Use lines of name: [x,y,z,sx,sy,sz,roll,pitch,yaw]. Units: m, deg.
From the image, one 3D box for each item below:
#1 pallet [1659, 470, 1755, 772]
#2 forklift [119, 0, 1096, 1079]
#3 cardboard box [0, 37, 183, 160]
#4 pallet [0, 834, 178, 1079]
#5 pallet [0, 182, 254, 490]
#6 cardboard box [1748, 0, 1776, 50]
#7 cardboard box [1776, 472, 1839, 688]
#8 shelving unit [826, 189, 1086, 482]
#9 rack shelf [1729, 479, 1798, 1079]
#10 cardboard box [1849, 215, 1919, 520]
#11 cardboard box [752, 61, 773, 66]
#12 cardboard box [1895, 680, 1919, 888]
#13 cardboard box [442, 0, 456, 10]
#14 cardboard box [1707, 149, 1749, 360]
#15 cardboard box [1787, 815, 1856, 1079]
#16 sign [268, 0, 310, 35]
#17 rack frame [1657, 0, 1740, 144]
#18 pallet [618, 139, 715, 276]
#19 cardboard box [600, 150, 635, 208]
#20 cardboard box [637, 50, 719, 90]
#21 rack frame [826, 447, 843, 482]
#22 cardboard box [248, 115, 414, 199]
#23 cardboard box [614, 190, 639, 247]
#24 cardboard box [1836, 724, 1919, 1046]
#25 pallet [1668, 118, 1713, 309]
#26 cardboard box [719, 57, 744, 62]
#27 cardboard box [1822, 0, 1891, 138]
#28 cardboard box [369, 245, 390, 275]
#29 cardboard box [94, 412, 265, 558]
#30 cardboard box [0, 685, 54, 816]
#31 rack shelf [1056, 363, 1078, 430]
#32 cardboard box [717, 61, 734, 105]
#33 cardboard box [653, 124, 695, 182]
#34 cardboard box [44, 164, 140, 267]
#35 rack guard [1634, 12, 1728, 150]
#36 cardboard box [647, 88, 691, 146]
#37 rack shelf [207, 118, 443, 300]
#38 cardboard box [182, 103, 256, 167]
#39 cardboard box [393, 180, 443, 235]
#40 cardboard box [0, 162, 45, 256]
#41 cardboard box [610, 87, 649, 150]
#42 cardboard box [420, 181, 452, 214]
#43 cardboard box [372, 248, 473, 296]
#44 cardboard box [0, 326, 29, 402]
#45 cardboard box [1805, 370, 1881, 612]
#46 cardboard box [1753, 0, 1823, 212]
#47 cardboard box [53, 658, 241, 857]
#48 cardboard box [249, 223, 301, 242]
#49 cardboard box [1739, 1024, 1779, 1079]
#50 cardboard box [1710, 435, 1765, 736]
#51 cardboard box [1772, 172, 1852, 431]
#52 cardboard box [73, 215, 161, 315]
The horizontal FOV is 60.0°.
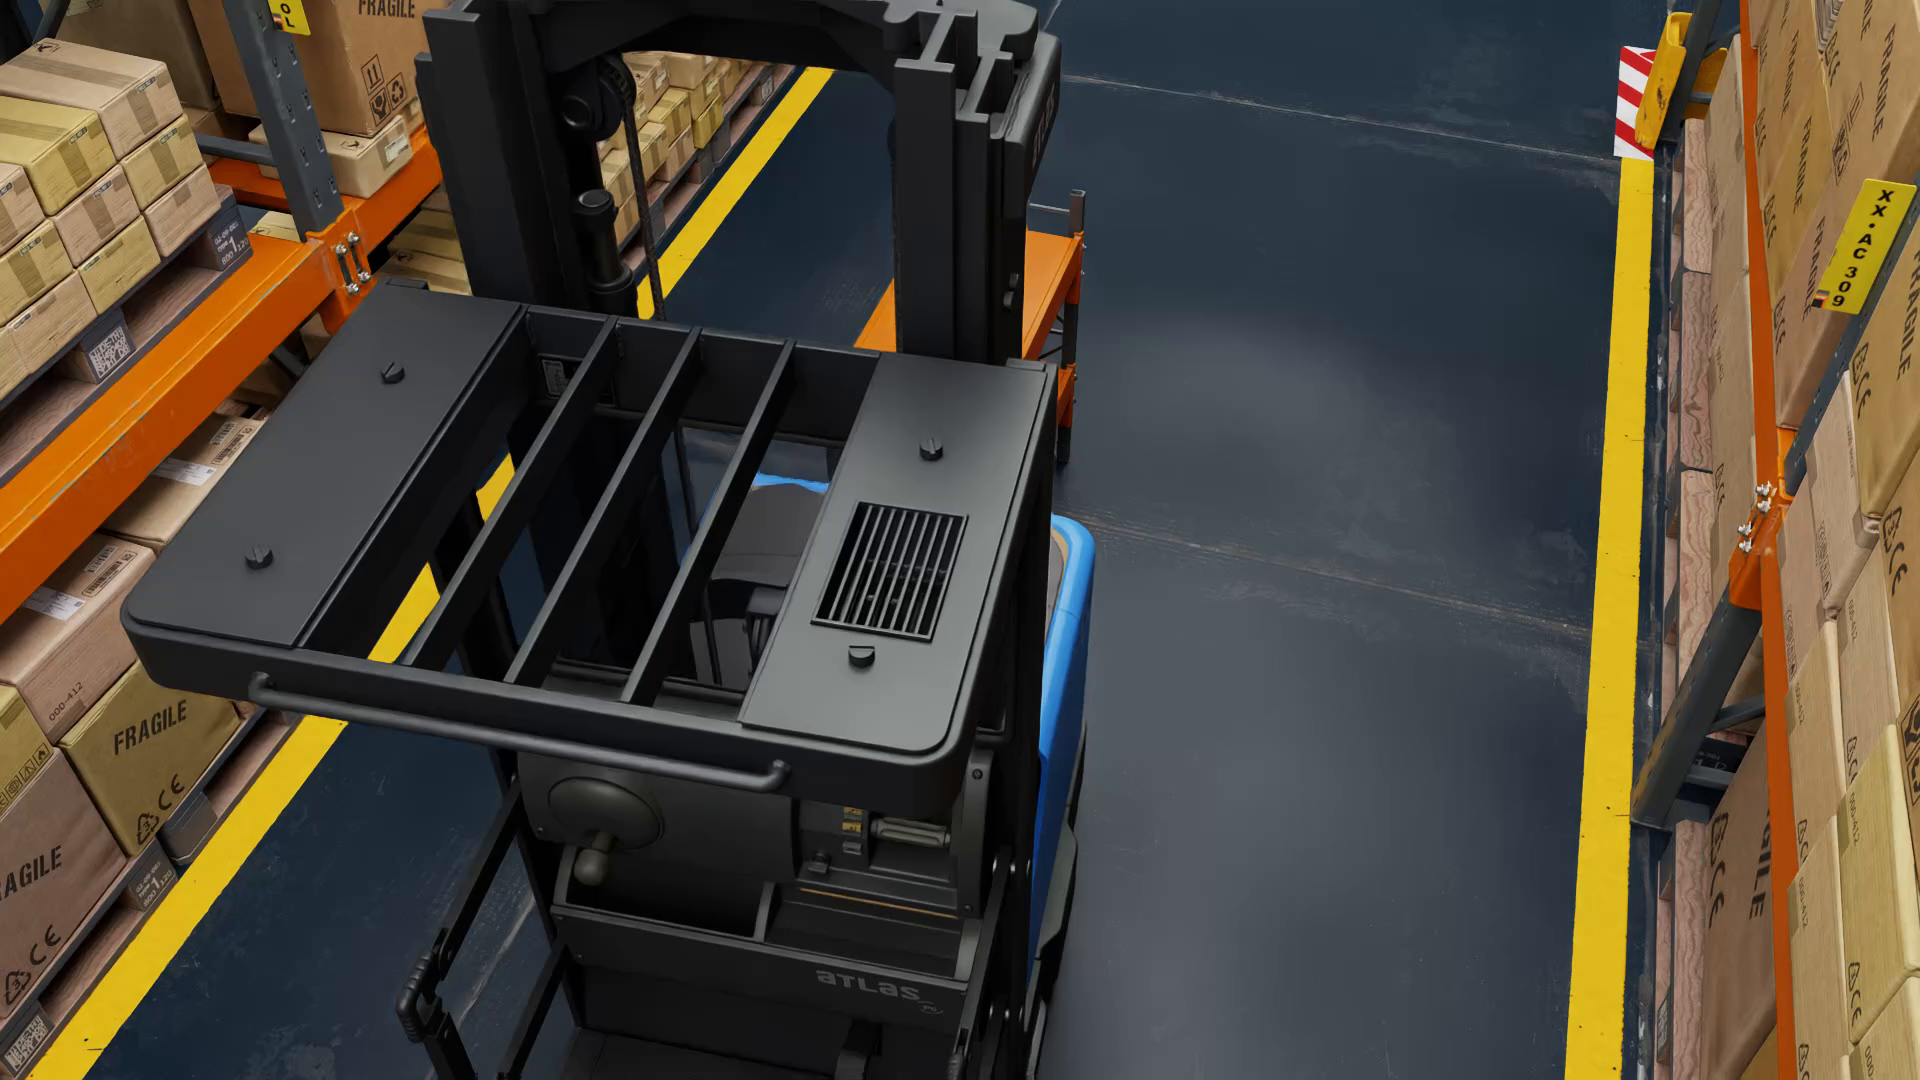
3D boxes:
pallet: [2.770,0.334,5.257,1.003,0.211,1.213,13,46,13]
forklift: [-0.446,0.605,3.037,1.130,2.935,3.031,8,45,9]
cardboard box: [-2.218,-1.117,4.201,0.380,0.149,0.250,15,46,14]
pallet: [-2.885,1.179,4.395,1.003,0.211,1.213,13,46,13]
pallet: [-2.653,-0.606,4.362,1.003,0.211,1.213,13,46,13]
cardboard box: [2.960,-1.936,5.513,0.500,0.500,0.500,12,46,12]
cardboard box: [2.081,0.119,3.591,0.500,0.250,0.500,12,46,12]
shelving unit: [0.002,-0.407,5.361,0.538,1.125,1.048,13,46,13]
rack shelf: [1.860,1.418,2.670,1.077,0.370,4.000,13,46,13]
cardboard box: [2.058,-0.333,3.159,0.500,0.500,0.500,13,46,13]
cardboard box: [-1.013,-2.363,7.758,0.380,0.149,0.250,14,46,14]
cardboard box: [1.776,0.346,2.465,0.500,0.500,0.500,11,46,12]
cardboard box: [-1.750,-1.903,5.266,0.500,0.500,0.500,13,46,12]
cardboard box: [3.303,-1.000,6.159,0.875,0.438,0.875,14,46,14]
cardboard box: [1.755,0.802,2.892,0.500,0.250,0.500,12,46,12]
sign: [-1.753,-1.452,4.261,0.100,0.325,0.005,13,46,13]
rack frame: [3.677,-2.838,6.506,1.000,3.000,0.127,13,46,13]
pallet: [-1.745,-1.427,7.058,1.003,0.211,1.213,13,46,13]
cardboard box: [-1.510,-1.435,6.597,0.380,0.149,0.250,12,46,12]
cardboard box: [-1.245,-2.052,7.015,0.380,0.149,0.250,14,46,14]
rack frame: [-0.152,-0.068,5.015,0.500,1.125,0.032,13,46,13]
cardboard box: [-1.885,-1.183,4.994,0.380,0.149,0.250,14,46,14]
cardboard box: [-1.512,-1.332,6.705,0.380,0.149,0.250,11,46,11]
cardboard box: [1.754,0.621,2.721,0.500,0.250,0.500,13,46,13]
pallet: [3.509,-1.292,6.919,1.003,0.211,1.213,13,46,13]
cardboard box: [-1.115,-2.298,7.479,0.380,0.149,0.250,11,45,11]
cardboard box: [2.507,-1.275,4.121,0.500,0.500,0.500,12,46,12]
cardboard box: [-2.356,-1.033,6.187,0.380,0.149,0.250,11,45,11]
cardboard box: [-2.267,-0.128,4.687,0.500,0.250,0.500,11,46,11]
cardboard box: [-2.582,0.567,3.976,0.500,0.250,0.500,11,45,11]
rack shelf: [0.002,-0.232,5.532,0.538,0.278,1.000,13,46,13]
cardboard box: [-1.238,-2.037,7.425,0.380,0.149,0.250,13,46,13]
cardboard box: [-1.357,-1.676,7.056,0.380,0.149,0.250,13,46,13]
cardboard box: [-2.294,-0.837,4.127,0.380,0.149,0.250,13,46,13]
rack guard: [3.684,-1.961,7.396,1.175,0.500,0.348,13,46,13]
cardboard box: [-1.355,-1.783,6.953,0.380,0.149,0.250,15,46,15]
rack shelf: [-1.677,-2.229,6.398,1.077,0.370,4.000,13,46,13]
cardboard box: [-2.419,-1.303,5.117,0.380,0.149,0.250,12,46,12]
cardboard box: [-2.162,-1.292,6.238,0.380,0.149,0.250,14,46,14]
cardboard box: [-2.379,-0.766,3.842,0.380,0.149,0.250,11,45,11]
cardboard box: [-1.483,-1.719,6.675,0.380,0.149,0.250,13,46,13]
cardboard box: [-1.754,-1.211,6.156,0.380,0.149,0.250,11,46,11]
cardboard box: [-1.841,-0.854,5.790,0.380,0.149,0.250,15,46,14]
cardboard box: [-2.446,-0.401,3.894,0.380,0.149,0.250,10,45,10]
cardboard box: [2.064,-0.063,3.420,0.500,0.250,0.500,11,46,11]
cardboard box: [2.651,-1.253,4.815,0.500,0.500,0.500,12,46,12]
cardboard box: [-2.422,0.479,4.603,0.500,0.500,0.500,12,46,12]
cardboard box: [-2.383,-0.968,5.907,0.380,0.149,0.250,13,46,13]
cardboard box: [2.088,1.471,3.321,0.875,0.875,0.875,14,46,14]
cardboard box: [2.758,0.198,4.935,0.875,0.438,0.875,12,46,12]
cardboard box: [2.362,-0.571,4.117,0.500,0.500,0.500,13,46,13]
cardboard box: [-2.292,-0.733,4.234,0.380,0.149,0.250,13,46,13]
